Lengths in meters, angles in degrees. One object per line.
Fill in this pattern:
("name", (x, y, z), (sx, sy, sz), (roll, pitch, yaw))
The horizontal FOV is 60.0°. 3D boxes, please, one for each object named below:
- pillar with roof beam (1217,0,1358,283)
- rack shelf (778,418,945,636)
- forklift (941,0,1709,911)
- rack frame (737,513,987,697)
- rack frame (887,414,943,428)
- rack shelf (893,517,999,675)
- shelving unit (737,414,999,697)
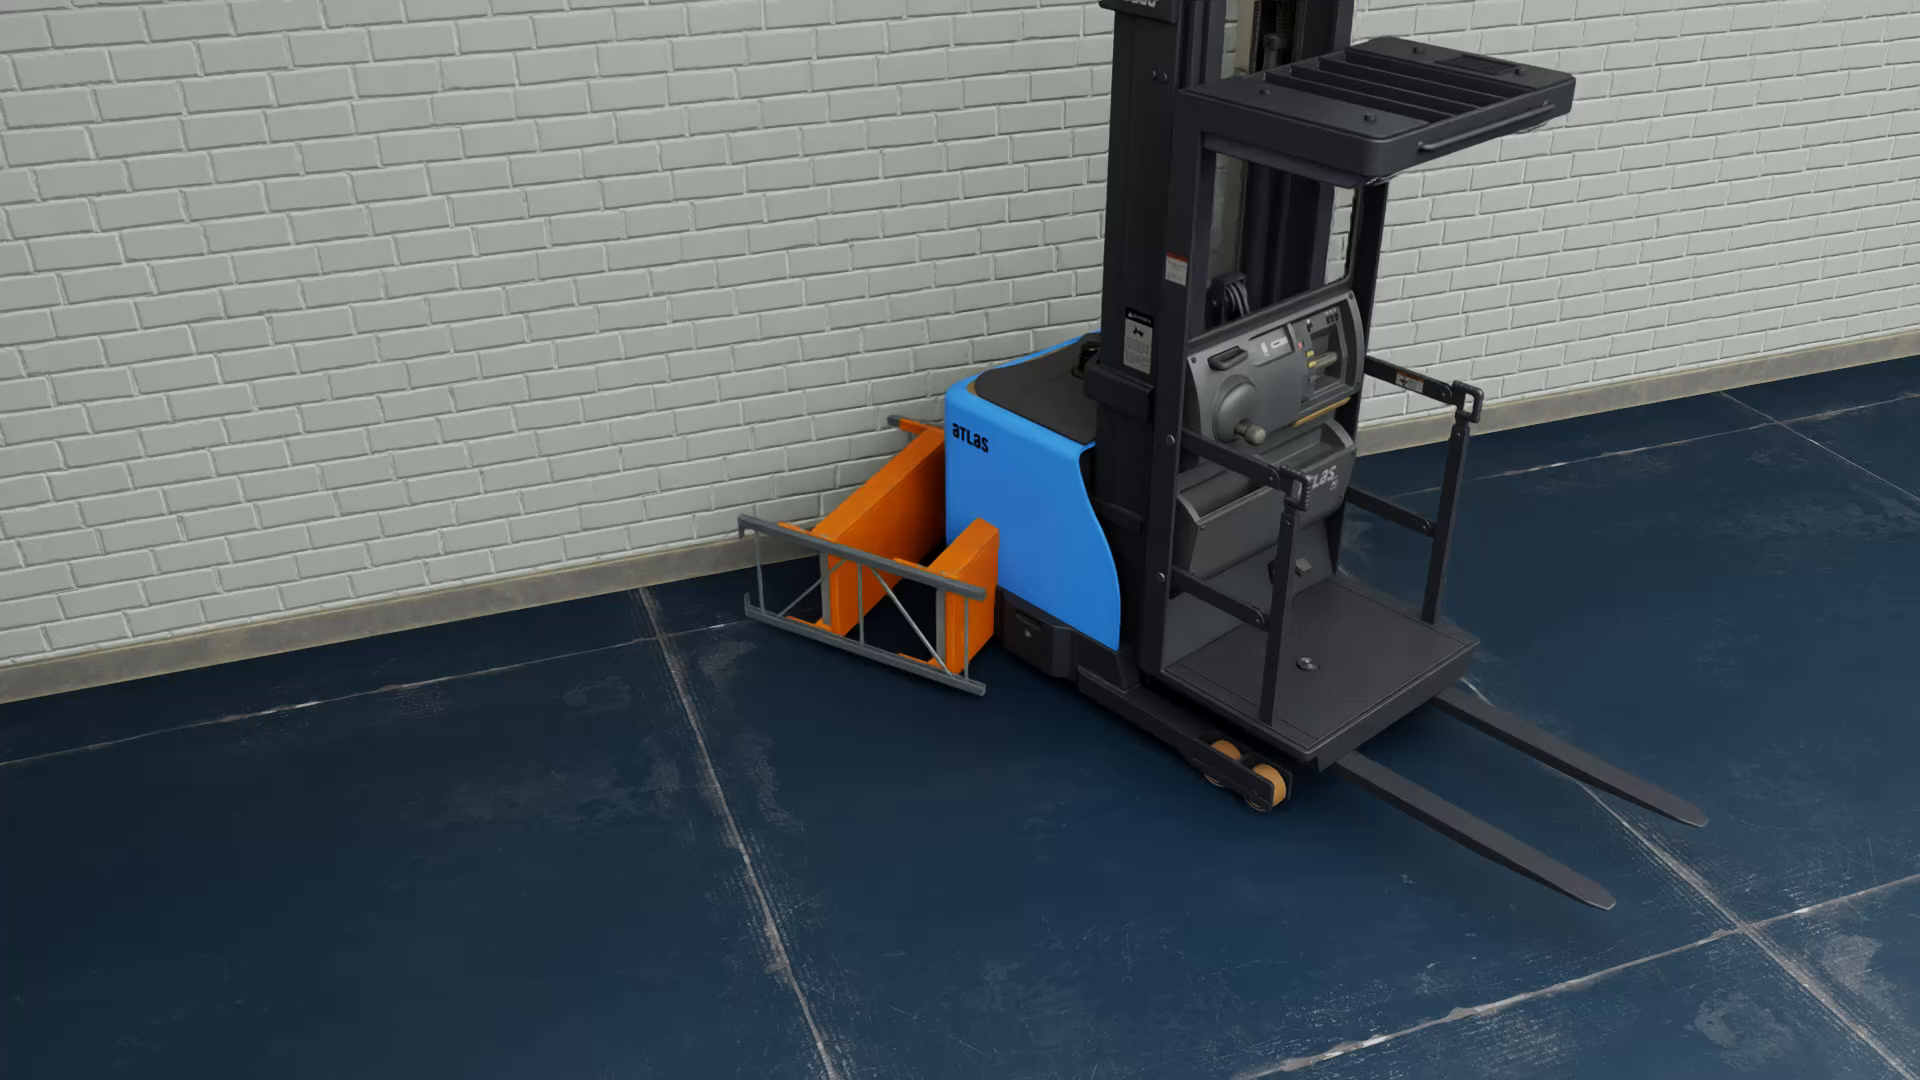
("pillar with roof beam", (2.932, -2.165, 2.460), (0.400, 9.000, 9.100), (-10, 31, -18))
("rack shelf", (-0.375, -0.054, 7.135), (0.278, 0.538, 1.000), (17, 37, 23))
("forklift", (1.281, -0.578, 5.804), (1.130, 2.935, 3.031), (-24, 37, -36))
("rack frame", (-0.401, 0.255, 6.663), (1.125, 0.500, 0.032), (17, 37, 23))
("rack frame", (0.081, -0.234, 7.413), (1.125, 0.500, 0.032), (17, 37, 23))
("rack shelf", (0.098, 0.088, 6.923), (0.278, 0.538, 1.000), (17, 37, 23))
("shelving unit", (-0.160, 0.010, 7.038), (1.125, 0.538, 1.048), (17, 37, 23))
